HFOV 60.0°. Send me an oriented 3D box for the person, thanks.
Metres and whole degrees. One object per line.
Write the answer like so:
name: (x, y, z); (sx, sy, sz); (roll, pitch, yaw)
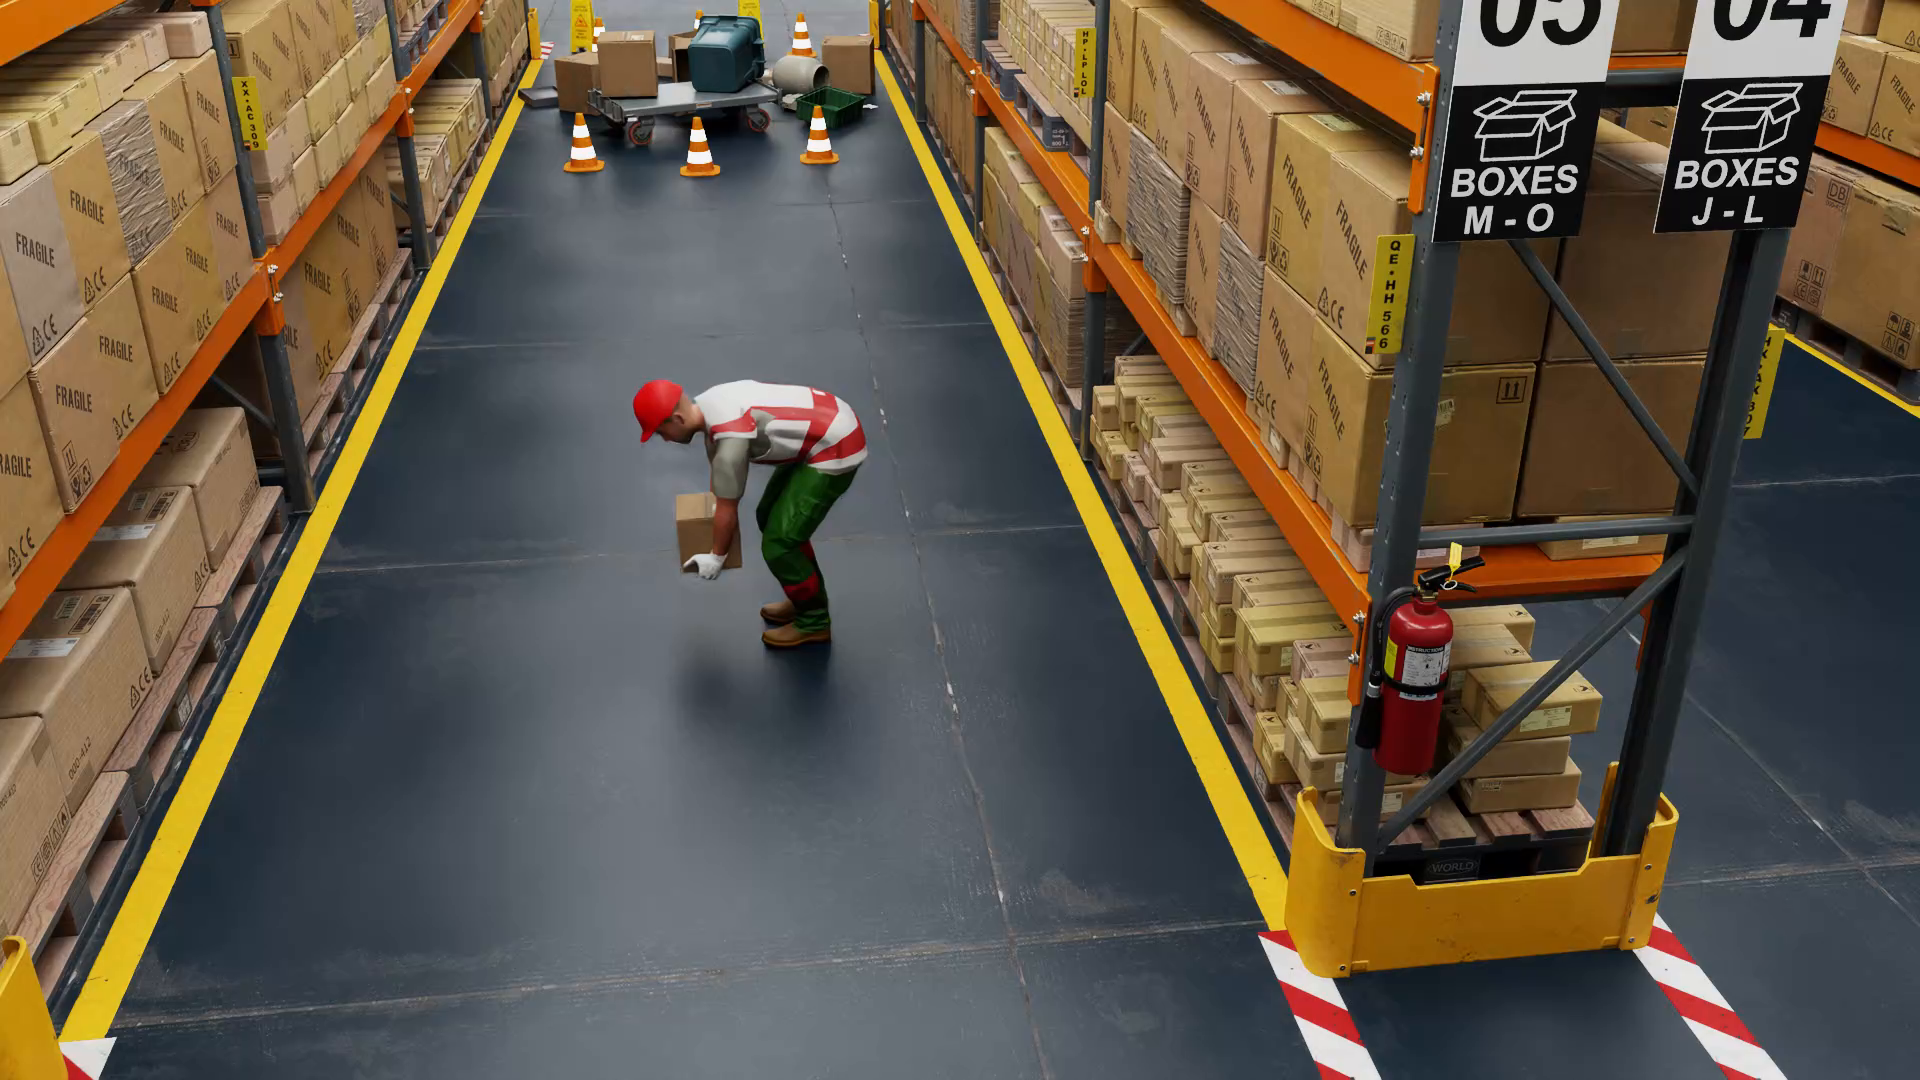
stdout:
person: (-0.854, -0.136, 6.998); (0.938, 1.207, 0.500); (-5, 27, -9)
